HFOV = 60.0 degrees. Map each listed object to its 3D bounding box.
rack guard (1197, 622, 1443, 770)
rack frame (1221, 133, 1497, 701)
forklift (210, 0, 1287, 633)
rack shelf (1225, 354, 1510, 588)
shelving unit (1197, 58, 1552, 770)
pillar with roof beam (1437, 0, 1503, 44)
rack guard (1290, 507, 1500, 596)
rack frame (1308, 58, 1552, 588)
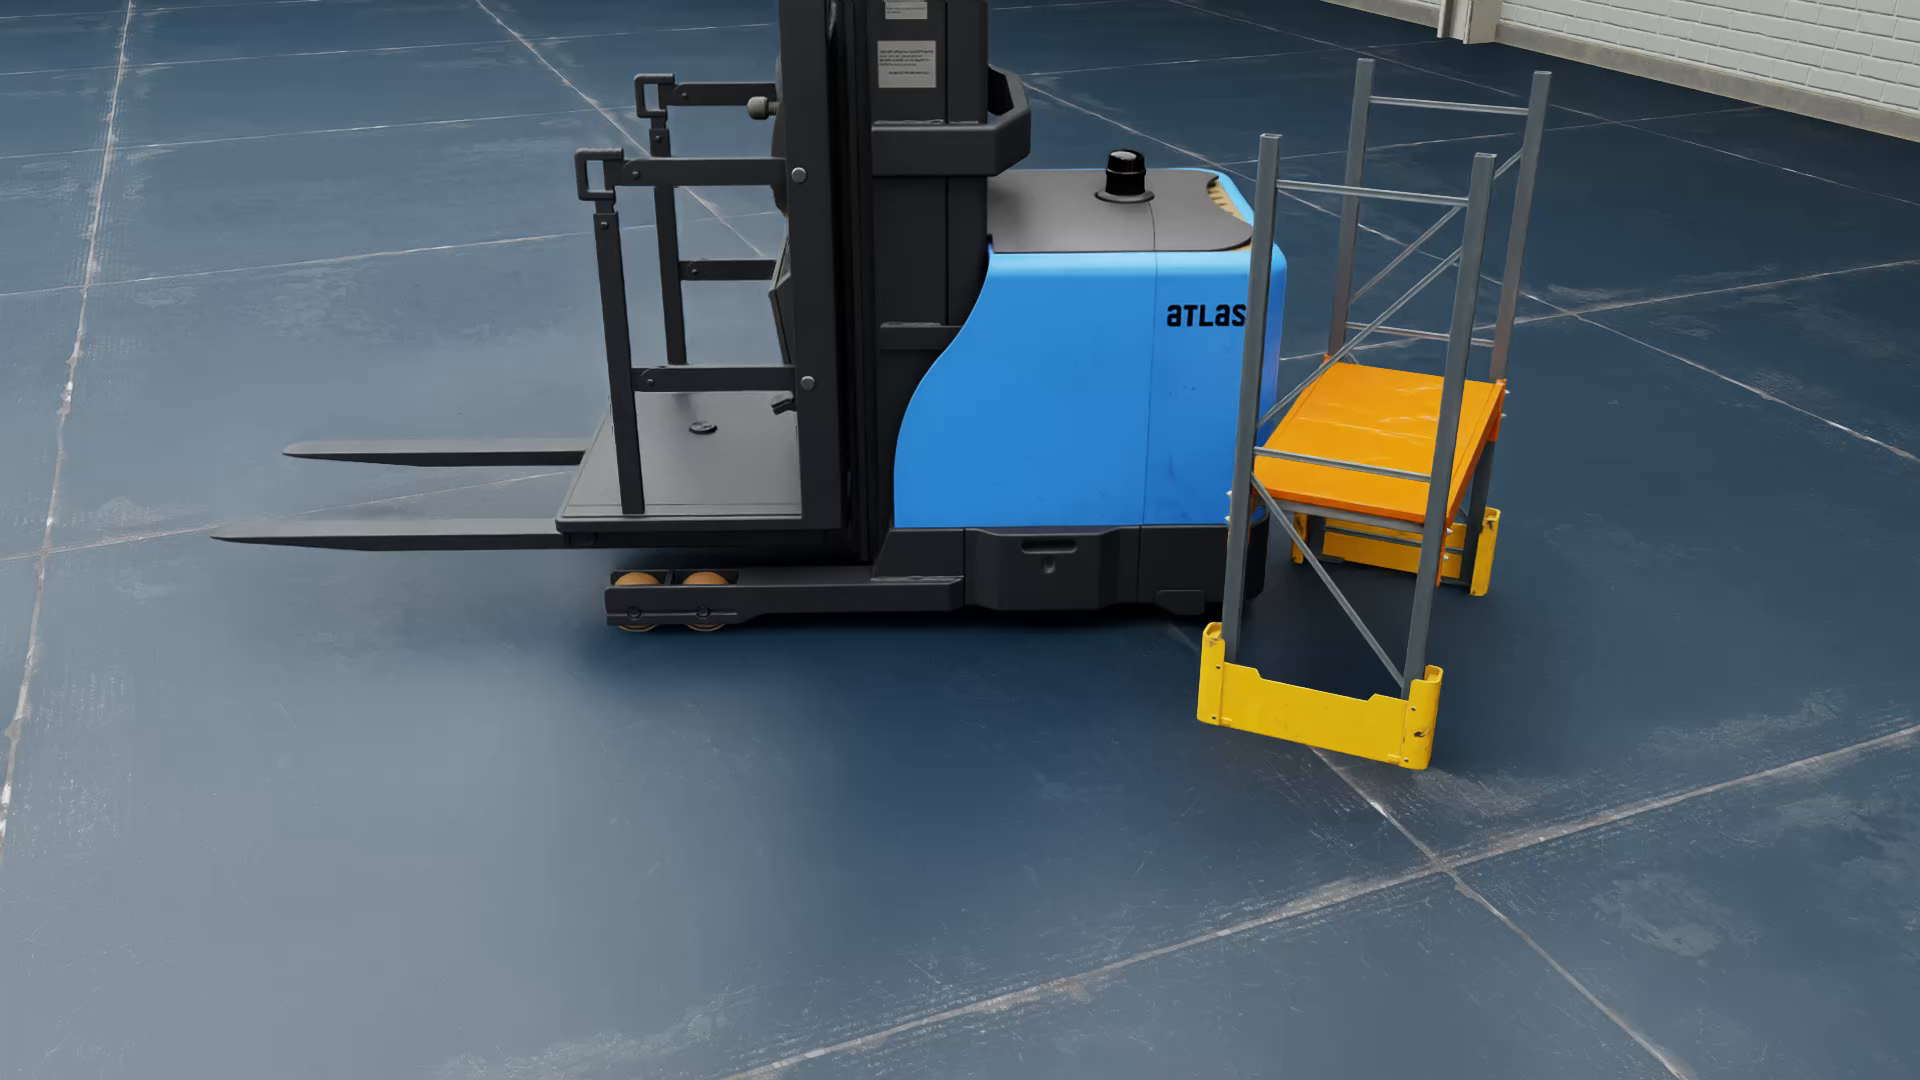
[{"bbox_3d":[0.893,0.388,4.171,0.587,0.250,0.087,11,28,21],"label":"rack guard"},{"bbox_3d":[0.892,-0.173,3.896,0.500,1.500,0.032,11,28,21],"label":"rack frame"},{"bbox_3d":[-0.647,-1.290,4.552,3.031,2.935,1.130,-1,26,-1],"label":"forklift"},{"bbox_3d":[1.099,-0.216,4.392,0.538,0.185,1.000,11,28,21],"label":"rack shelf"},{"bbox_3d":[1.095,-0.374,4.306,0.587,1.500,1.083,11,28,21],"label":"shelving unit"},{"bbox_3d":[0.217,-7.435,10.221,9.100,9.000,0.400,-11,28,-21],"label":"pillar with roof beam"},{"bbox_3d":[1.297,-0.012,4.989,0.587,0.250,0.087,11,28,21],"label":"rack guard"},{"bbox_3d":[1.305,-0.581,4.731,0.500,1.500,0.032,11,28,21],"label":"rack frame"}]
